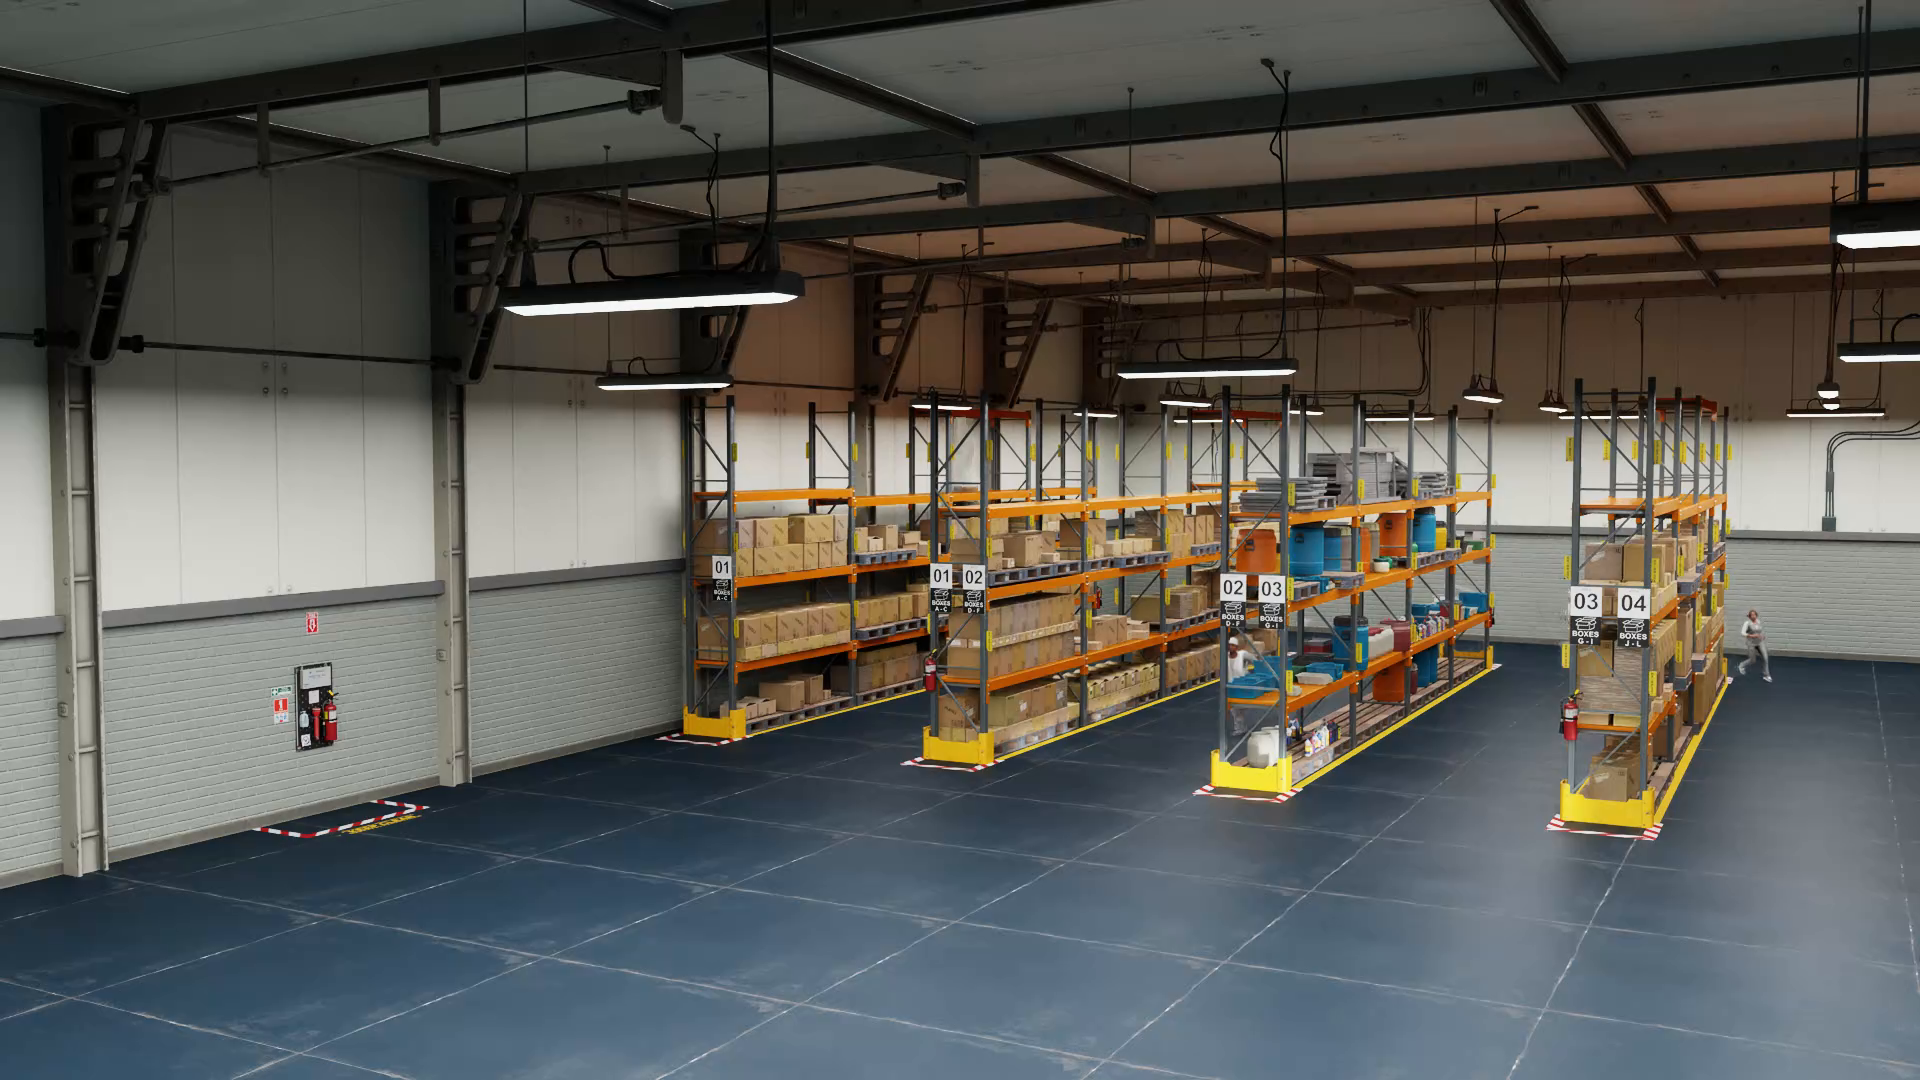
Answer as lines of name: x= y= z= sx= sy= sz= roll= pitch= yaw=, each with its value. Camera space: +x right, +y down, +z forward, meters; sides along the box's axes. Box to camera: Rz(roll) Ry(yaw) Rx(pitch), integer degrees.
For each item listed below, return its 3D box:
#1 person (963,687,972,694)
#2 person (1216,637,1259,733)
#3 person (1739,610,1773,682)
person: x=0.164 y=2.406 z=32.815 sx=0.738 sy=1.854 sz=0.971 roll=1 pitch=3 yaw=17
person: x=4.863 y=2.577 z=29.326 sx=0.726 sy=1.722 sz=0.728 roll=2 pitch=4 yaw=31
person: x=17.466 y=2.324 z=36.629 sx=0.569 sy=1.558 sz=0.781 roll=0 pitch=3 yaw=-9
